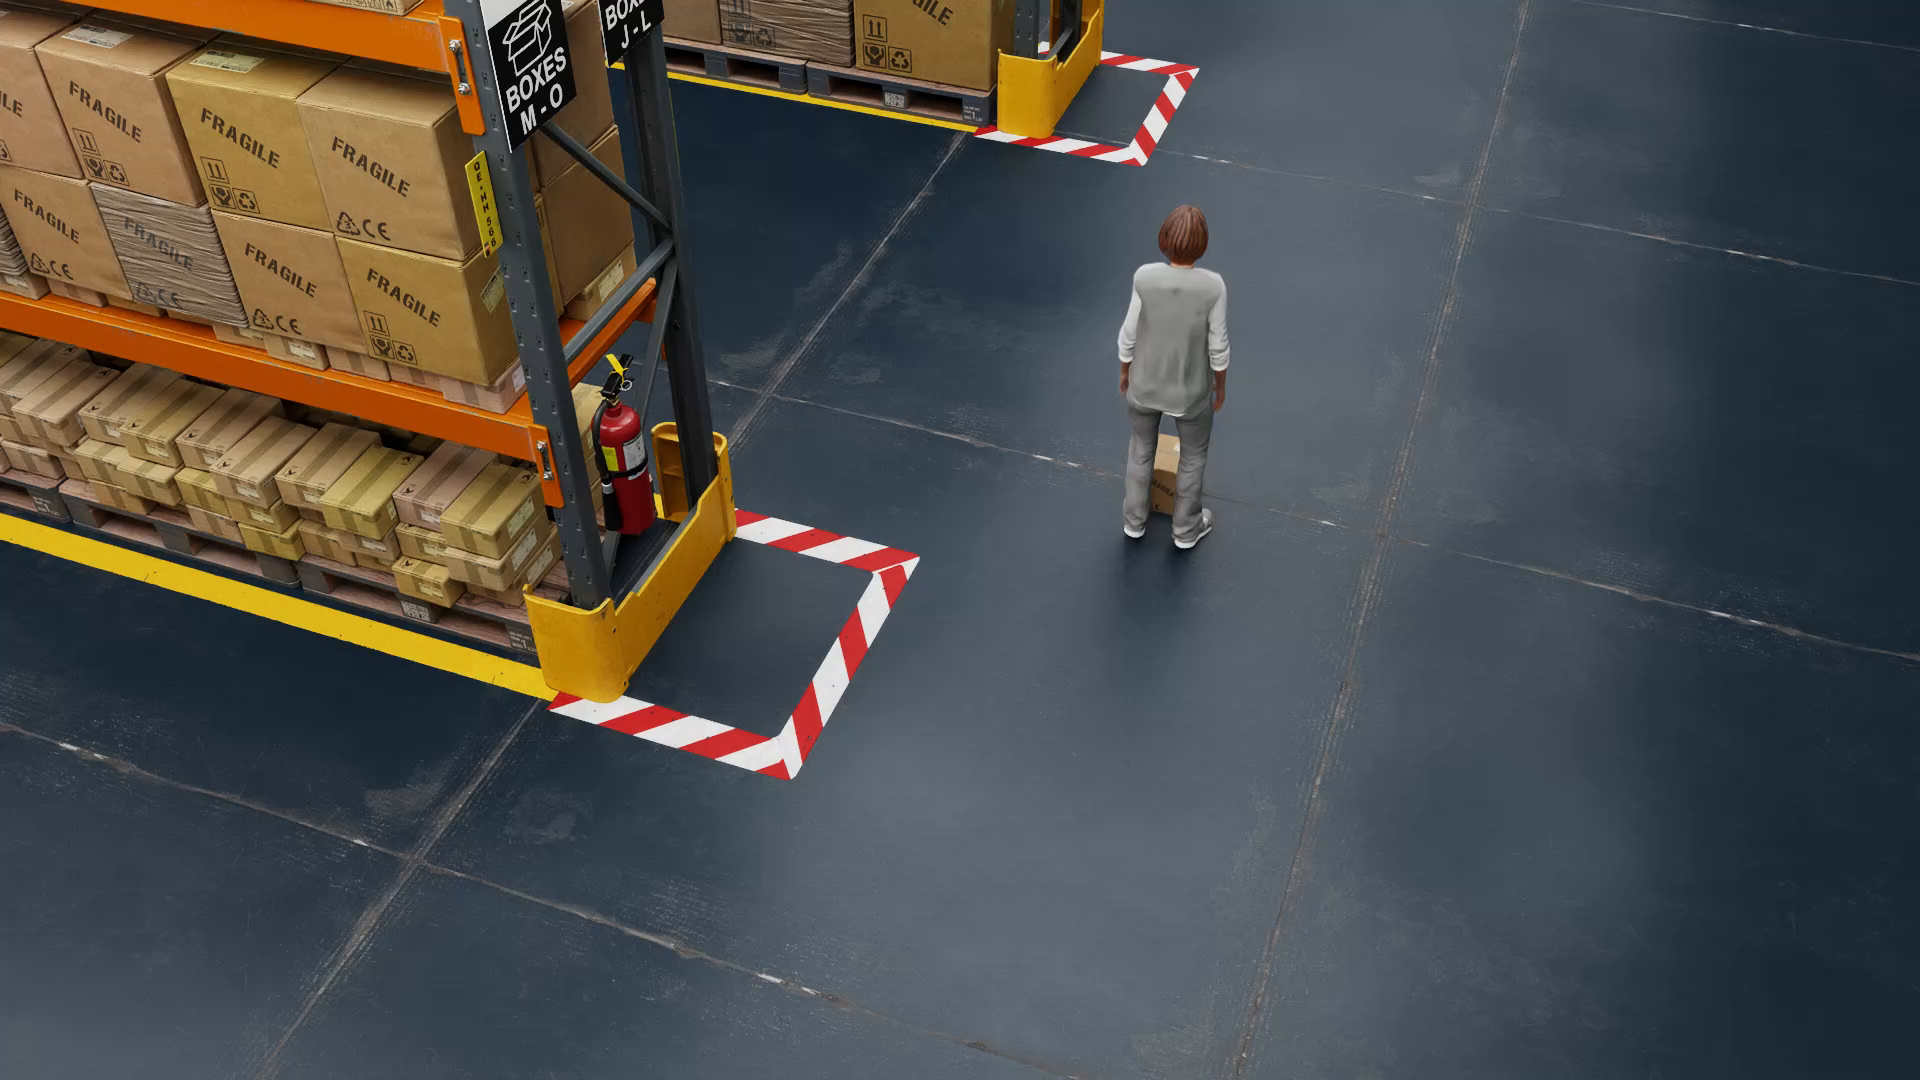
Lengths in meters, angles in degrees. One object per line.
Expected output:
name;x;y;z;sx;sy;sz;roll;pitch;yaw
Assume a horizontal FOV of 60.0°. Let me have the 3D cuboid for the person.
person;0.873;-0.633;6.871;0.471;1.590;0.348;12;43;13
